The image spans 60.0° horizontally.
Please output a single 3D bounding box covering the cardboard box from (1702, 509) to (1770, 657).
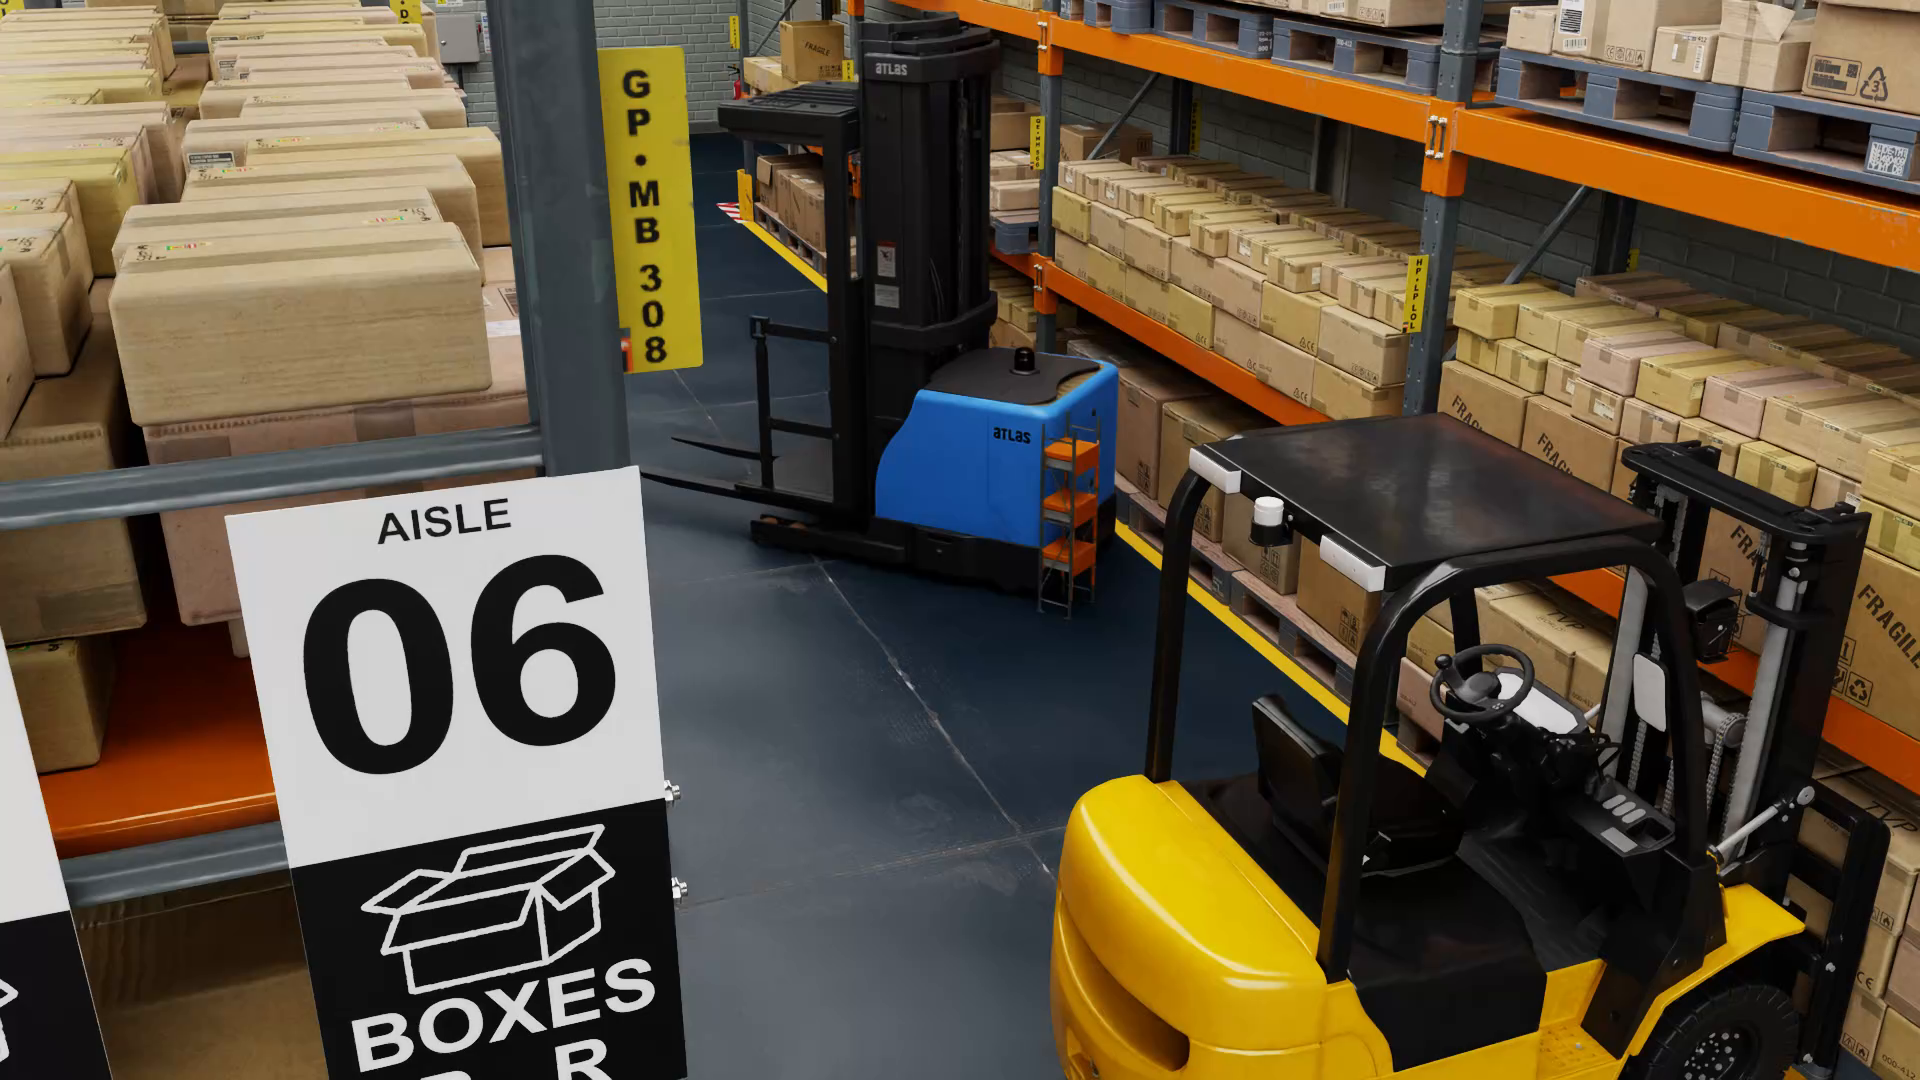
[{"bbox_3d":[2.853,0.103,5.514,0.500,0.500,0.500,-8,24,-19],"label":"cardboard box"}]

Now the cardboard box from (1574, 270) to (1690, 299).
[{"bbox_3d":[2.799,-1.012,6.941,0.380,0.149,0.250,-8,24,-19],"label":"cardboard box"}]

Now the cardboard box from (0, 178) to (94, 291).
[{"bbox_3d":[-1.384,-0.374,2.209,0.380,0.149,0.250,-9,24,-20],"label":"cardboard box"}]

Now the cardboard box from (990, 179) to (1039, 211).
[{"bbox_3d":[0.399,-2.321,11.178,0.380,0.149,0.250,-8,24,-18],"label":"cardboard box"}]

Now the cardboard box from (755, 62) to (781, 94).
[{"bbox_3d":[-1.749,-4.647,16.724,0.500,0.250,0.500,-8,24,-18],"label":"cardboard box"}]

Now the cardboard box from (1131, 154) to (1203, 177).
[{"bbox_3d":[1.294,-2.312,10.409,0.380,0.149,0.250,-8,24,-17],"label":"cardboard box"}]

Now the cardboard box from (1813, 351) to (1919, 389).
[{"bbox_3d":[3.221,-0.542,5.827,0.380,0.149,0.250,-9,24,-20],"label":"cardboard box"}]

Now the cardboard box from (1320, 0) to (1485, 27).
[{"bbox_3d":[1.920,-2.414,7.199,0.500,0.311,0.500,-9,25,-21],"label":"cardboard box"}]

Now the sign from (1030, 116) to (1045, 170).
[{"bbox_3d":[0.486,-2.477,10.375,0.100,0.325,0.005,-8,24,-19],"label":"sign"}]

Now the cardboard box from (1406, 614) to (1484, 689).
[{"bbox_3d":[2.285,0.457,7.159,0.500,0.250,0.500,-8,24,-19],"label":"cardboard box"}]

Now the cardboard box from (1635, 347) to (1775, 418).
[{"bbox_3d":[2.625,-0.557,5.863,0.380,0.149,0.250,-9,24,-20],"label":"cardboard box"}]

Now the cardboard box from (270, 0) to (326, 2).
[{"bbox_3d":[-2.256,-2.106,6.031,0.500,0.250,0.500,-9,24,-20],"label":"cardboard box"}]

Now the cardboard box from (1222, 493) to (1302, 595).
[{"bbox_3d":[1.941,-0.174,8.818,0.875,0.625,0.625,-9,24,-20],"label":"cardboard box"}]

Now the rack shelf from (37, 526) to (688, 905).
[{"bbox_3d":[-1.533,-0.246,3.535,1.077,0.370,4.000,-8,24,-19],"label":"rack shelf"}]

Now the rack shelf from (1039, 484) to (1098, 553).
[{"bbox_3d":[0.569,-0.115,8.698,0.215,0.259,0.240,15,27,31],"label":"rack shelf"}]

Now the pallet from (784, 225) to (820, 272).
[{"bbox_3d":[-1.099,-2.919,16.405,1.003,0.211,1.213,-8,24,-19],"label":"pallet"}]

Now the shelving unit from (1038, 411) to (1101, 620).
[{"bbox_3d":[0.569,-0.125,8.694,0.215,1.050,0.252,15,27,31],"label":"shelving unit"}]

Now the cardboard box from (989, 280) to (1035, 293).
[{"bbox_3d":[0.402,-1.739,11.857,0.380,0.149,0.250,-9,25,-21],"label":"cardboard box"}]

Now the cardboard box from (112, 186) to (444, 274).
[{"bbox_3d":[-0.865,-0.349,2.150,0.380,0.149,0.250,-8,24,-19],"label":"cardboard box"}]

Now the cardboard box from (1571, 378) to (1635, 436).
[{"bbox_3d":[2.499,-0.513,6.140,0.380,0.149,0.250,-8,24,-18],"label":"cardboard box"}]

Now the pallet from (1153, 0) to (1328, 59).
[{"bbox_3d":[1.711,-2.712,8.704,1.003,0.211,1.213,-7,24,-17],"label":"pallet"}]

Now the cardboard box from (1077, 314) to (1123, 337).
[{"bbox_3d":[1.103,-1.291,11.628,0.500,0.500,0.500,-7,24,-17],"label":"cardboard box"}]

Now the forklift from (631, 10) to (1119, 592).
[{"bbox_3d":[-0.645,-1.452,9.422,3.031,2.935,1.130,11,25,24],"label":"forklift"}]

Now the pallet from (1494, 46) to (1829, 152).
[{"bbox_3d":[2.729,-1.639,6.029,1.003,0.211,1.213,-8,24,-19],"label":"pallet"}]

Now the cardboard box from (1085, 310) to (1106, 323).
[{"bbox_3d":[1.097,-1.630,11.598,0.380,0.149,0.250,-7,24,-16],"label":"cardboard box"}]

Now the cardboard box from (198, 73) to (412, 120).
[{"bbox_3d":[-1.269,-0.817,3.260,0.380,0.149,0.250,-8,24,-18],"label":"cardboard box"}]

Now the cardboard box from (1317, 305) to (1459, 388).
[{"bbox_3d":[1.991,-0.909,7.593,0.500,0.250,0.500,-9,24,-20],"label":"cardboard box"}]

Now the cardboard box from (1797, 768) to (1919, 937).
[{"bbox_3d":[2.988,0.971,5.297,0.500,0.250,0.500,-8,24,-18],"label":"cardboard box"}]

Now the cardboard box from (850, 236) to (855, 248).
[{"bbox_3d":[-1.021,-2.736,15.360,0.396,0.266,0.258,-7,24,-17],"label":"cardboard box"}]

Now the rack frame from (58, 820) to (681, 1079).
[{"bbox_3d":[-0.826,1.532,2.254,1.000,3.000,0.127,-8,24,-19],"label":"rack frame"}]

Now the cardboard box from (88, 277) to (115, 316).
[{"bbox_3d":[-1.423,-0.252,2.434,0.500,0.250,0.500,-9,24,-20],"label":"cardboard box"}]

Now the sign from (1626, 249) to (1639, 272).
[{"bbox_3d":[2.922,-1.116,7.320,0.100,0.325,0.005,-8,24,-19],"label":"sign"}]

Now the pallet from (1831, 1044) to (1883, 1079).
[{"bbox_3d":[3.507,1.862,5.060,1.003,0.211,1.213,-8,24,-19],"label":"pallet"}]

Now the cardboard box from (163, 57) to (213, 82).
[{"bbox_3d":[-2.340,-1.174,4.622,0.500,0.250,0.500,-9,24,-20],"label":"cardboard box"}]

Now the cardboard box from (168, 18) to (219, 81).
[{"bbox_3d":[-2.581,-1.621,5.523,0.500,0.250,0.500,-9,24,-20],"label":"cardboard box"}]

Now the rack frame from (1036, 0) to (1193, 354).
[{"bbox_3d":[0.990,-2.057,10.769,1.000,3.000,0.127,-8,24,-19],"label":"rack frame"}]

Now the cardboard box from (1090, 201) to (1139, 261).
[{"bbox_3d":[1.094,-1.842,9.807,0.500,0.250,0.500,-8,24,-17],"label":"cardboard box"}]

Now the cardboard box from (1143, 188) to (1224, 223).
[{"bbox_3d":[1.258,-1.879,9.382,0.380,0.149,0.250,-8,24,-18],"label":"cardboard box"}]

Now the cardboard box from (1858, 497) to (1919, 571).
[{"bbox_3d":[2.956,-0.046,5.033,0.380,0.149,0.250,-8,24,-19],"label":"cardboard box"}]

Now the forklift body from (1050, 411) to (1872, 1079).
[{"bbox_3d":[1.440,0.802,5.078,2.313,2.155,1.214,-8,24,-19],"label":"forklift body"}]

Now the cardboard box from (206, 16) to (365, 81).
[{"bbox_3d":[-1.751,-1.280,4.359,0.380,0.149,0.250,-8,24,-18],"label":"cardboard box"}]

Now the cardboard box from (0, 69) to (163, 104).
[{"bbox_3d":[-1.807,-0.843,3.322,0.380,0.149,0.250,-8,24,-18],"label":"cardboard box"}]

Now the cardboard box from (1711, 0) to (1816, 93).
[{"bbox_3d":[2.643,-1.583,5.285,0.396,0.266,0.258,-9,24,-20],"label":"cardboard box"}]

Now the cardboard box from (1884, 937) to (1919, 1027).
[{"bbox_3d":[3.185,1.375,4.982,0.500,0.250,0.500,-9,24,-20],"label":"cardboard box"}]

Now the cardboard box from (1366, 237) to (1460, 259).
[{"bbox_3d":[2.237,-1.392,8.226,0.380,0.149,0.250,-9,24,-20],"label":"cardboard box"}]

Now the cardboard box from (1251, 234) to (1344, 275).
[{"bbox_3d":[1.679,-1.411,8.272,0.380,0.149,0.250,-9,24,-20],"label":"cardboard box"}]

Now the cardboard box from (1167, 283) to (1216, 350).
[{"bbox_3d":[1.461,-1.235,9.012,0.500,0.250,0.500,-8,24,-17],"label":"cardboard box"}]

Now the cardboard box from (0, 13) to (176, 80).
[{"bbox_3d":[-2.314,-1.306,4.421,0.380,0.149,0.250,-8,24,-17],"label":"cardboard box"}]

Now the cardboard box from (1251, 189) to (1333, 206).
[{"bbox_3d":[1.864,-1.865,9.350,0.380,0.149,0.250,-9,24,-20],"label":"cardboard box"}]

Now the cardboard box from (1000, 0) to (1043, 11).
[{"bbox_3d":[0.582,-3.524,10.579,0.500,0.250,0.500,-9,25,-21],"label":"cardboard box"}]

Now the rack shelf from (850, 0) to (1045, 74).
[{"bbox_3d":[0.284,-3.835,12.051,1.077,0.370,4.000,-8,24,-19],"label":"rack shelf"}]
